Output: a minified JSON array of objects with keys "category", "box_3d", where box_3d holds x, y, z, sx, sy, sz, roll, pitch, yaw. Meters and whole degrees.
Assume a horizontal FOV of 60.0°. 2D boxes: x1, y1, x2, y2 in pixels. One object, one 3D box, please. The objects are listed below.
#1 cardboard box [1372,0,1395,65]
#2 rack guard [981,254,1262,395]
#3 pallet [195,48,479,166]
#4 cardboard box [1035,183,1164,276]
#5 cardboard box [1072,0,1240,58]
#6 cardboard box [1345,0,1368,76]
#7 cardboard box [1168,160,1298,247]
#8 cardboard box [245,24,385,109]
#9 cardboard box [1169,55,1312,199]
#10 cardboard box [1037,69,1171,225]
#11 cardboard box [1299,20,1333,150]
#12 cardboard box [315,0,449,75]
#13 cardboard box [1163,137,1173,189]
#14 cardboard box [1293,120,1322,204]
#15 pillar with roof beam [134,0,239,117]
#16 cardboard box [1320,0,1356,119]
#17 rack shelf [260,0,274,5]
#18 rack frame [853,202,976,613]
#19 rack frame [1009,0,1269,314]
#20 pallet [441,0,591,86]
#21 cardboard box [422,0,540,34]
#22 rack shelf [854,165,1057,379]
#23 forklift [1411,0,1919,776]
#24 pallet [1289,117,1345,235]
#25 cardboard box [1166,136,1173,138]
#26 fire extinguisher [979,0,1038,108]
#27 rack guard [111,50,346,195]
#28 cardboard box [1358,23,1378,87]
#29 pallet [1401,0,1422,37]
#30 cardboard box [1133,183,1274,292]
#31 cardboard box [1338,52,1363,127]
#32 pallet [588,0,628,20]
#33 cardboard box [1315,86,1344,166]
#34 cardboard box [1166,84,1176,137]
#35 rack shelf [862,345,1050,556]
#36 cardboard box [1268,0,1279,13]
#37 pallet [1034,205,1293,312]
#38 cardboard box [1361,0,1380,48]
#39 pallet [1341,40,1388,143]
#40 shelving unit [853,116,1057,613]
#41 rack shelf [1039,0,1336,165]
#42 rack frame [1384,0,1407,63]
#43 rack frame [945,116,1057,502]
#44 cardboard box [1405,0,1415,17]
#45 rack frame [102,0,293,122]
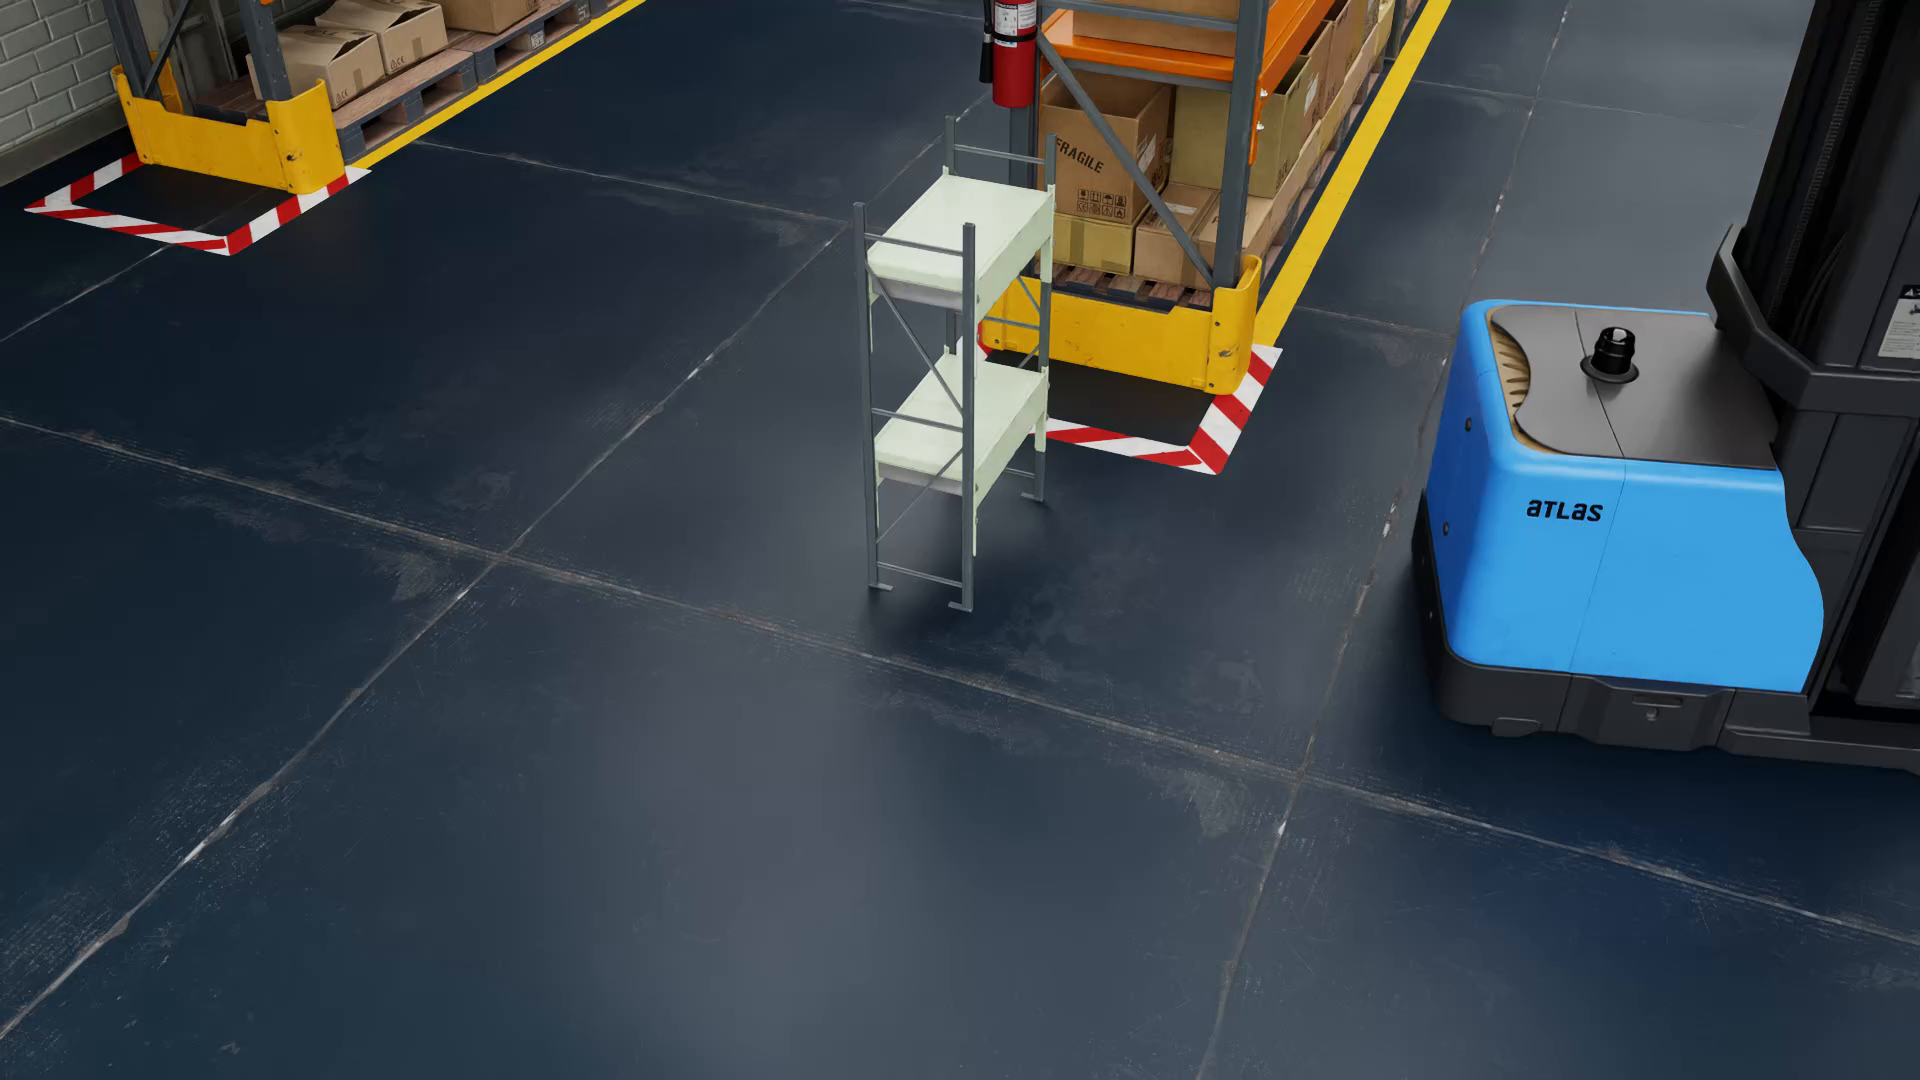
[{"category":"cardboard box","box_3d":[2.238,-3.022,9.733,0.500,0.250,0.500,14,39,18]},{"category":"rack guard","box_3d":[0.681,-1.032,7.214,1.175,0.500,0.348,14,39,18]},{"category":"pallet","box_3d":[-3.521,-2.540,9.472,1.003,0.211,1.213,14,39,18]},{"category":"cardboard box","box_3d":[0.621,-1.478,7.668,0.500,0.250,0.500,14,39,18]},{"category":"cardboard box","box_3d":[0.880,-2.342,6.795,0.700,0.500,0.500,14,39,18]},{"category":"cardboard box","box_3d":[1.850,-2.770,8.770,0.500,0.500,0.500,14,39,18]},{"category":"cardboard box","box_3d":[1.287,-1.638,7.881,0.500,0.250,0.500,14,39,18]},{"category":"cardboard box","box_3d":[-3.546,-2.635,9.148,0.500,0.311,0.500,10,38,13]},{"category":"cardboard box","box_3d":[1.289,-1.938,7.656,0.500,0.500,0.500,14,39,18]},{"category":"cardboard box","box_3d":[0.619,-1.779,7.444,0.500,0.500,0.500,14,39,18]},{"category":"cardboard box","box_3d":[1.467,-2.217,8.031,0.500,0.500,0.500,14,39,18]},{"category":"cardboard box","box_3d":[-3.329,-2.951,9.571,0.500,0.311,0.500,17,40,21]},{"category":"cardboard box","box_3d":[0.800,-1.757,8.042,0.500,0.250,0.500,14,39,18]},{"category":"cardboard box","box_3d":[1.478,-1.914,8.252,0.500,0.250,0.500,14,39,18]},{"category":"pillar with roof beam","box_3d":[-0.444,-5.180,5.664,9.100,9.000,0.400,14,39,18]},{"category":"cardboard box","box_3d":[1.673,-2.490,8.396,0.500,0.500,0.500,14,39,18]},{"category":"rack shelf","box_3d":[-3.131,-3.992,9.687,1.077,0.370,4.000,14,39,18]},{"category":"rack frame","box_3d":[-0.142,-0.394,5.525,0.400,1.500,0.023,14,39,18]},{"category":"rack frame","box_3d":[0.691,-2.047,6.483,1.000,3.000,0.127,14,39,18]},{"category":"pallet","box_3d":[-3.056,-3.213,10.373,1.003,0.211,1.213,14,39,18]},{"category":"cardboard box","box_3d":[-3.003,-3.421,10.042,0.700,0.500,0.500,11,38,15]},{"category":"rack shelf","box_3d":[-0.003,-0.910,5.562,0.431,0.370,0.720,14,39,18]},{"category":"forklift","box_3d":[3.099,-0.722,4.768,3.031,2.935,1.130,5,37,6]},{"category":"pallet","box_3d":[1.408,-2.036,8.798,1.003,0.211,1.213,14,39,18]},{"category":"cardboard box","box_3d":[0.989,-2.035,8.413,0.500,0.250,0.500,14,39,18]},{"category":"fire extinguisher","box_3d":[0.216,-2.056,6.560,0.296,0.674,0.183,14,39,18]},{"category":"rack guard","box_3d":[-3.863,-2.214,8.795,1.175,0.500,0.348,14,39,18]},{"category":"cardboard box","box_3d":[2.039,-2.747,9.366,0.500,0.250,0.500,14,39,18]},{"category":"pallet","box_3d":[2.457,-3.561,10.838,1.003,0.211,1.213,14,39,18]},{"category":"cardboard box","box_3d":[1.100,-1.360,7.510,0.500,0.250,0.500,14,39,18]},{"category":"cardboard box","box_3d":[1.862,-2.467,8.991,0.500,0.250,0.500,14,39,18]},{"category":"pallet","box_3d":[-2.593,-3.891,11.279,1.003,0.211,1.213,14,39,18]},{"category":"cardboard box","box_3d":[1.673,-2.190,8.620,0.500,0.250,0.500,14,39,18]},{"category":"cardboard box","box_3d":[0.986,-2.336,8.189,0.500,0.500,0.500,14,39,18]},{"category":"rack shelf","box_3d":[-0.003,-0.336,5.991,0.431,0.370,0.720,14,39,18]},{"category":"cardboard box","box_3d":[1.075,-2.634,7.185,0.700,0.500,0.500,15,39,19]},{"category":"pallet","box_3d":[0.943,-1.363,7.897,1.003,0.211,1.213,14,39,18]},{"category":"cardboard box","box_3d":[2.037,-3.048,9.142,0.500,0.500,0.500,14,39,18]},{"category":"pallet","box_3d":[1.871,-2.714,9.704,1.003,0.211,1.213,14,39,18]},{"category":"shelving unit","box_3d":[-0.003,-0.597,5.796,0.431,1.500,0.755,14,39,18]},{"category":"rack shelf","box_3d":[1.451,-2.866,8.180,1.077,0.370,4.000,14,39,18]},{"category":"rack frame","box_3d":[2.212,-4.261,9.446,1.000,3.000,0.127,14,39,18]},{"category":"rack frame","box_3d":[0.137,-0.800,6.067,0.400,1.500,0.023,14,39,18]},{"category":"cardboard box","box_3d":[2.595,-3.495,10.367,0.500,0.250,0.500,13,39,17]},{"category":"rack frame","box_3d":[-3.892,-3.173,7.990,1.000,3.000,0.127,14,39,18]}]
